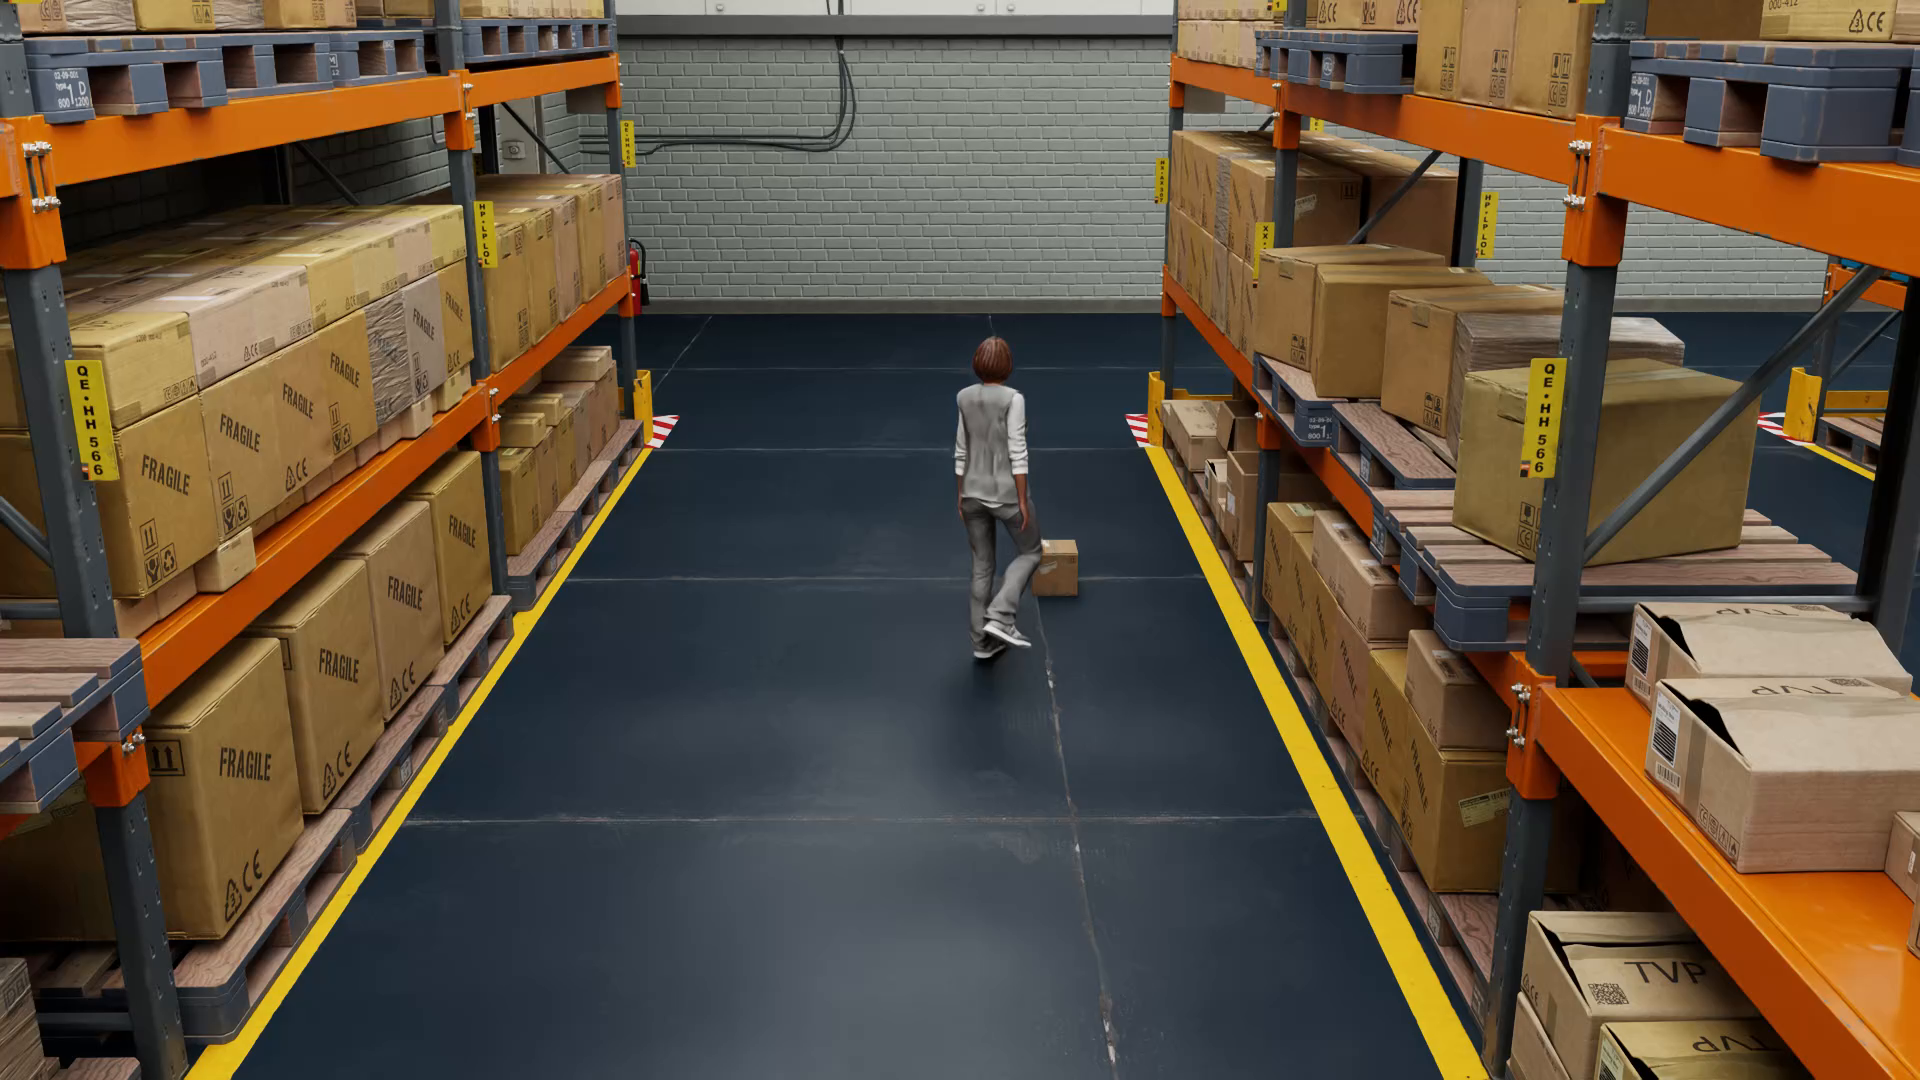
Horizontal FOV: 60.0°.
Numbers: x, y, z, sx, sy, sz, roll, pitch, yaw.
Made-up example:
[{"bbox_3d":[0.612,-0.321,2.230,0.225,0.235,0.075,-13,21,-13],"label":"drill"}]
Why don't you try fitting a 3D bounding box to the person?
[{"bbox_3d":[0.168,-0.194,8.144,0.463,1.596,0.428,9,20,28],"label":"person"}]
